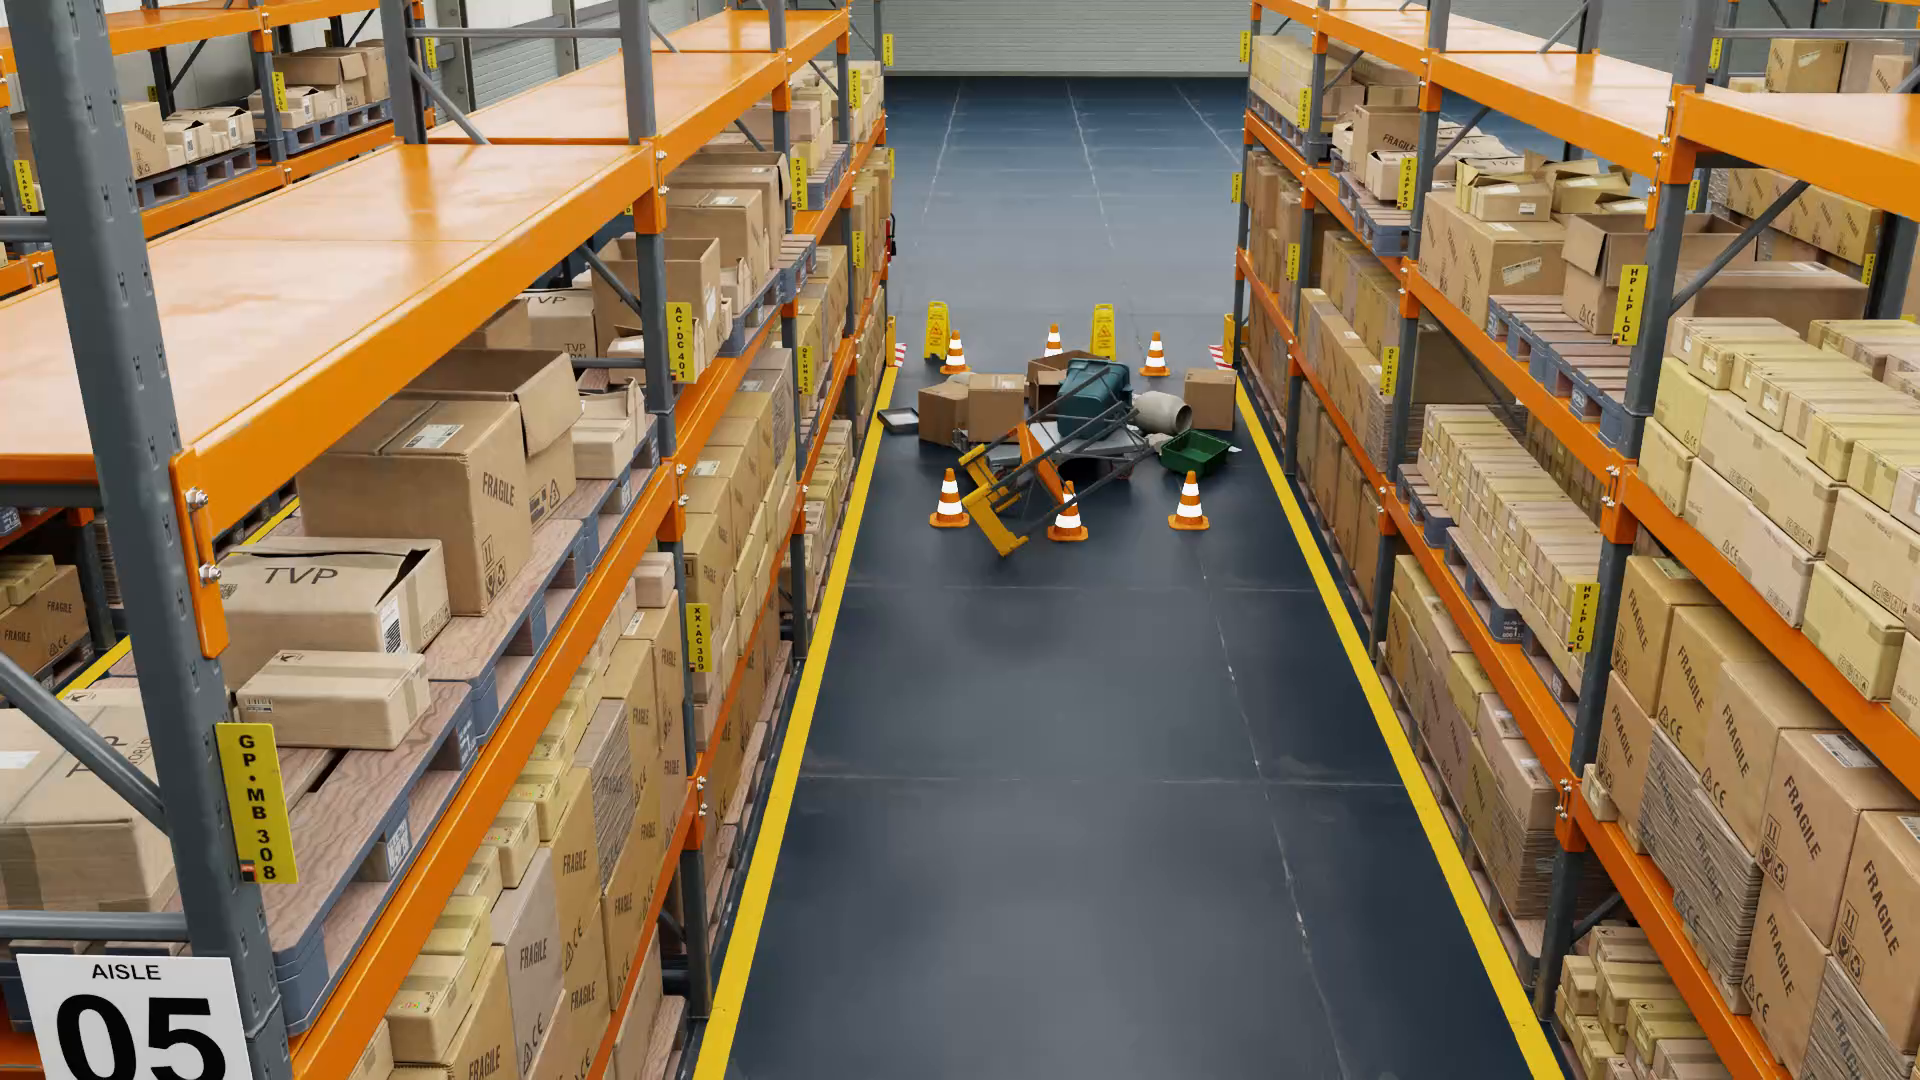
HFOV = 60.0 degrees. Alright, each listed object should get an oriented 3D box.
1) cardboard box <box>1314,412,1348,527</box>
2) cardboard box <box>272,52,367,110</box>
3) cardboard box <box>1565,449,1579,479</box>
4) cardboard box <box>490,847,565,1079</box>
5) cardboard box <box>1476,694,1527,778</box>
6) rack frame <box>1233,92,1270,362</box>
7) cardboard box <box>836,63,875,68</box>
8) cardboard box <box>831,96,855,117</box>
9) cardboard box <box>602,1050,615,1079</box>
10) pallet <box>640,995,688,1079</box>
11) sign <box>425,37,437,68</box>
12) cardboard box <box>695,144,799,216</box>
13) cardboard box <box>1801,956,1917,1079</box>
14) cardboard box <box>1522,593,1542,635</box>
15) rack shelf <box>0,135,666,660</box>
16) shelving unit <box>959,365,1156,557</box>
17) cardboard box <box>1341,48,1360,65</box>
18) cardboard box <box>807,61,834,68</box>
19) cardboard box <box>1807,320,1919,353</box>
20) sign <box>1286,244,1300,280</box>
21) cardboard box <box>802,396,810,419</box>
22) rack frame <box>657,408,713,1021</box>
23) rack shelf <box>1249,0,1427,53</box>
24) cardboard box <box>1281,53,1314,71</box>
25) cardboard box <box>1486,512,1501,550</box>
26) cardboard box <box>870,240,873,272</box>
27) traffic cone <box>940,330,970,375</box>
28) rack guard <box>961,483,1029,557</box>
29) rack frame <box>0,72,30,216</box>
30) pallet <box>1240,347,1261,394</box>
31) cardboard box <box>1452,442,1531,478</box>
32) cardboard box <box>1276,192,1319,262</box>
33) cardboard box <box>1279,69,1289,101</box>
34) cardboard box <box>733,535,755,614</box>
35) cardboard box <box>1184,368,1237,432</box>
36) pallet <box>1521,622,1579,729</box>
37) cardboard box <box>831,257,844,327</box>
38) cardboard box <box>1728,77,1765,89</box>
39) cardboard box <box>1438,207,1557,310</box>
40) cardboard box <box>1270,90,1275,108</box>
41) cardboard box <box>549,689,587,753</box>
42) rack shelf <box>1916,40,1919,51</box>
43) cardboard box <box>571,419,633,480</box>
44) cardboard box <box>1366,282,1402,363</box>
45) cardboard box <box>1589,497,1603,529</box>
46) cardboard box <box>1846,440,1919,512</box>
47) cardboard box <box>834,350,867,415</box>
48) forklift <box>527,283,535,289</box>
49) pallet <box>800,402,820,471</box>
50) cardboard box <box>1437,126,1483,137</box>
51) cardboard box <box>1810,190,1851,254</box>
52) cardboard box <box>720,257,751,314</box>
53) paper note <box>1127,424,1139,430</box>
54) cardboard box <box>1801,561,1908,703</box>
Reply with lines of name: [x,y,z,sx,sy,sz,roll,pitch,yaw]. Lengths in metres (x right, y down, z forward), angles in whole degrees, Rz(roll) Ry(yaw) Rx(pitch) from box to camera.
cardboard box: [3.538,-0.584,13.709,1.050,0.750,0.750,1,21,2]
cardboard box: [-6.247,-4.474,16.199,0.797,0.503,0.637,1,21,3]
cardboard box: [3.800,-0.456,9.796,0.380,0.149,0.250,1,21,3]
cardboard box: [-1.500,1.254,4.924,0.500,0.500,0.500,0,21,1]
cardboard box: [3.056,1.044,8.824,0.500,0.250,0.500,2,21,4]
rack frame: [3.622,-3.457,18.586,1.000,3.000,0.127,1,21,2]
cardboard box: [-1.090,-4.910,17.428,0.380,0.149,0.250,1,21,3]
cardboard box: [-1.115,-3.792,14.547,0.380,0.149,0.250,0,21,1]
cardboard box: [-1.847,2.412,6.421,0.875,0.438,0.875,0,21,0]
pallet: [-1.795,2.438,7.248,1.003,0.211,1.213,1,21,2]
sign: [-5.748,-5.292,18.052,0.100,0.325,0.005,1,21,2]
cardboard box: [-1.554,-2.581,12.038,0.797,0.503,0.637,1,21,2]
cardboard box: [2.918,1.608,4.983,0.500,0.500,0.500,1,21,2]
cardboard box: [3.096,0.383,8.456,0.380,0.149,0.250,0,21,-1]
rack shelf: [-1.755,-0.688,4.703,1.077,0.370,4.000,1,21,2]
shelving unit: [0.783,-0.681,13.714,1.500,0.587,1.083,-33,19,11]
cardboard box: [3.904,-4.676,16.105,0.380,0.149,0.250,1,21,2]
cardboard box: [-1.544,-5.002,17.665,0.380,0.149,0.250,0,21,1]
cardboard box: [3.521,-0.750,6.426,0.380,0.149,0.250,0,21,-1]
sign: [2.945,-2.457,14.701,0.100,0.325,0.005,1,21,2]
cardboard box: [-1.280,-0.977,11.960,0.380,0.149,0.250,-1,21,-2]
rack frame: [-1.694,0.864,7.449,1.000,3.000,0.127,1,21,2]
rack shelf: [3.561,-5.009,15.839,1.077,0.370,4.000,1,21,2]
cardboard box: [3.232,-4.498,15.649,0.380,0.149,0.250,0,21,1]
cardboard box: [3.121,-0.046,9.150,0.380,0.149,0.250,1,21,4]
cardboard box: [-1.143,-2.916,16.642,0.500,0.500,0.500,1,21,2]
traffic cone: [-0.053,-2.123,18.653,0.336,0.463,0.334,1,21,2]
rack guard: [0.283,-0.161,13.372,0.250,0.587,0.087,-33,19,11]
rack frame: [-6.534,-3.433,10.229,1.000,3.000,0.127,1,21,2]
pallet: [3.676,-1.867,18.343,1.003,0.211,1.213,1,21,2]
cardboard box: [3.145,-0.474,9.842,0.380,0.149,0.250,0,21,-1]
cardboard box: [3.446,-2.917,15.494,0.875,0.550,0.550,1,21,2]
cardboard box: [3.291,-4.265,15.598,0.500,0.250,0.500,0,21,1]
cardboard box: [-1.369,0.174,8.744,0.500,0.250,0.500,1,21,2]
cardboard box: [2.522,-1.419,16.785,0.500,0.500,0.500,4,22,11]
pallet: [3.426,0.696,8.146,1.003,0.211,1.213,1,21,2]
cardboard box: [-1.249,-2.061,13.857,0.500,0.500,0.500,1,21,2]
cardboard box: [8.337,-4.783,17.513,0.380,0.149,0.250,0,21,1]
cardboard box: [3.087,-1.625,9.579,0.500,0.500,0.500,1,21,2]
cardboard box: [3.246,-4.312,16.271,0.380,0.149,0.250,1,21,2]
cardboard box: [-1.487,0.625,5.648,0.380,0.149,0.250,0,21,0]
rack shelf: [8.394,-3.472,11.877,1.077,0.370,4.000,1,21,2]
cardboard box: [-1.402,-0.330,6.008,0.380,0.149,0.250,1,21,3]
cardboard box: [3.430,-1.608,12.299,0.700,0.500,0.500,0,21,1]
cardboard box: [3.782,-0.132,9.371,0.380,0.149,0.250,1,21,3]
cardboard box: [2.923,-0.194,4.993,0.380,0.149,0.250,0,21,0]
cardboard box: [-1.163,-1.503,15.732,0.500,0.500,0.500,2,21,4]
forklift: [-3.554,-0.748,11.699,1.130,2.935,3.031,-14,25,-33]
pallet: [-1.657,-0.752,11.879,1.213,0.211,1.003,1,21,2]
cardboard box: [3.667,-2.974,12.598,0.500,0.311,0.500,0,21,0]
cardboard box: [8.207,-2.918,15.264,0.500,0.500,0.500,1,21,2]
cardboard box: [-1.288,-1.325,8.548,0.396,0.266,0.258,2,21,6]
paper note: [1.712,-1.134,16.714,0.172,0.023,0.155,8,23,20]
cardboard box: [2.918,0.276,5.025,0.500,0.250,0.500,2,21,4]
